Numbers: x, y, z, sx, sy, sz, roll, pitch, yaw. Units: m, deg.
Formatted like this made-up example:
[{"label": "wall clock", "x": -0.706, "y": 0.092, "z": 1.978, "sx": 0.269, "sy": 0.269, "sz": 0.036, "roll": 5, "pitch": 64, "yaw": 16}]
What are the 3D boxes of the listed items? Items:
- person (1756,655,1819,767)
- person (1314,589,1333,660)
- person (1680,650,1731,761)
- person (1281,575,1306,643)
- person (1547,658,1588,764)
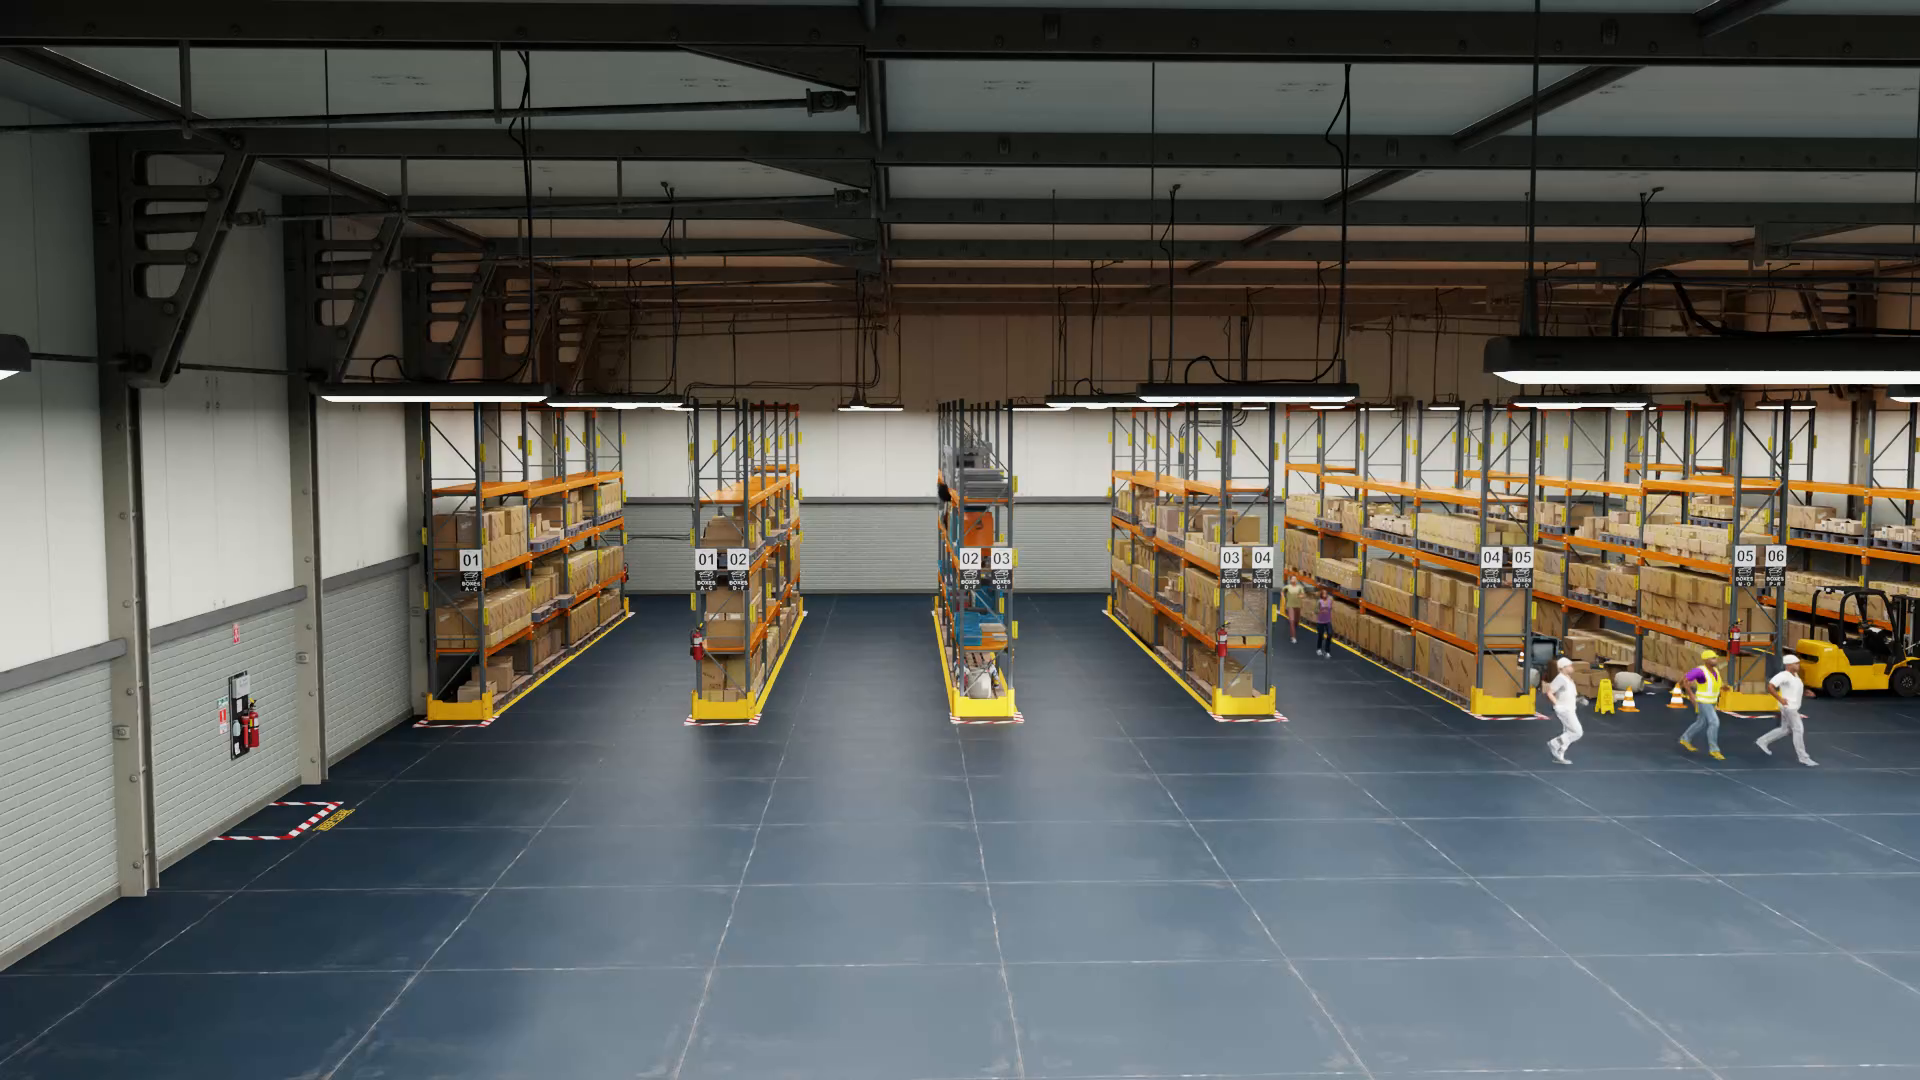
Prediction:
[{"label": "person", "x": 13.572, "y": 2.760, "z": 27.235, "sx": 0.978, "sy": 1.779, "sz": 0.697, "roll": 3, "pitch": 5, "yaw": 37}, {"label": "person", "x": 8.525, "y": 1.963, "z": 38.927, "sx": 0.516, "sy": 1.635, "sz": 0.677, "roll": 0, "pitch": 4, "yaw": -4}, {"label": "person", "x": 12.461, "y": 2.729, "z": 27.795, "sx": 0.685, "sy": 1.807, "sz": 0.848, "roll": -4, "pitch": 6, "yaw": -42}, {"label": "person", "x": 8.381, "y": 1.694, "z": 41.751, "sx": 0.573, "sy": 1.661, "sz": 0.954, "roll": 0, "pitch": 4, "yaw": -2}, {"label": "person", "x": 9.919, "y": 2.793, "z": 27.121, "sx": 0.580, "sy": 1.740, "sz": 0.660, "roll": 3, "pitch": 5, "yaw": 32}]
